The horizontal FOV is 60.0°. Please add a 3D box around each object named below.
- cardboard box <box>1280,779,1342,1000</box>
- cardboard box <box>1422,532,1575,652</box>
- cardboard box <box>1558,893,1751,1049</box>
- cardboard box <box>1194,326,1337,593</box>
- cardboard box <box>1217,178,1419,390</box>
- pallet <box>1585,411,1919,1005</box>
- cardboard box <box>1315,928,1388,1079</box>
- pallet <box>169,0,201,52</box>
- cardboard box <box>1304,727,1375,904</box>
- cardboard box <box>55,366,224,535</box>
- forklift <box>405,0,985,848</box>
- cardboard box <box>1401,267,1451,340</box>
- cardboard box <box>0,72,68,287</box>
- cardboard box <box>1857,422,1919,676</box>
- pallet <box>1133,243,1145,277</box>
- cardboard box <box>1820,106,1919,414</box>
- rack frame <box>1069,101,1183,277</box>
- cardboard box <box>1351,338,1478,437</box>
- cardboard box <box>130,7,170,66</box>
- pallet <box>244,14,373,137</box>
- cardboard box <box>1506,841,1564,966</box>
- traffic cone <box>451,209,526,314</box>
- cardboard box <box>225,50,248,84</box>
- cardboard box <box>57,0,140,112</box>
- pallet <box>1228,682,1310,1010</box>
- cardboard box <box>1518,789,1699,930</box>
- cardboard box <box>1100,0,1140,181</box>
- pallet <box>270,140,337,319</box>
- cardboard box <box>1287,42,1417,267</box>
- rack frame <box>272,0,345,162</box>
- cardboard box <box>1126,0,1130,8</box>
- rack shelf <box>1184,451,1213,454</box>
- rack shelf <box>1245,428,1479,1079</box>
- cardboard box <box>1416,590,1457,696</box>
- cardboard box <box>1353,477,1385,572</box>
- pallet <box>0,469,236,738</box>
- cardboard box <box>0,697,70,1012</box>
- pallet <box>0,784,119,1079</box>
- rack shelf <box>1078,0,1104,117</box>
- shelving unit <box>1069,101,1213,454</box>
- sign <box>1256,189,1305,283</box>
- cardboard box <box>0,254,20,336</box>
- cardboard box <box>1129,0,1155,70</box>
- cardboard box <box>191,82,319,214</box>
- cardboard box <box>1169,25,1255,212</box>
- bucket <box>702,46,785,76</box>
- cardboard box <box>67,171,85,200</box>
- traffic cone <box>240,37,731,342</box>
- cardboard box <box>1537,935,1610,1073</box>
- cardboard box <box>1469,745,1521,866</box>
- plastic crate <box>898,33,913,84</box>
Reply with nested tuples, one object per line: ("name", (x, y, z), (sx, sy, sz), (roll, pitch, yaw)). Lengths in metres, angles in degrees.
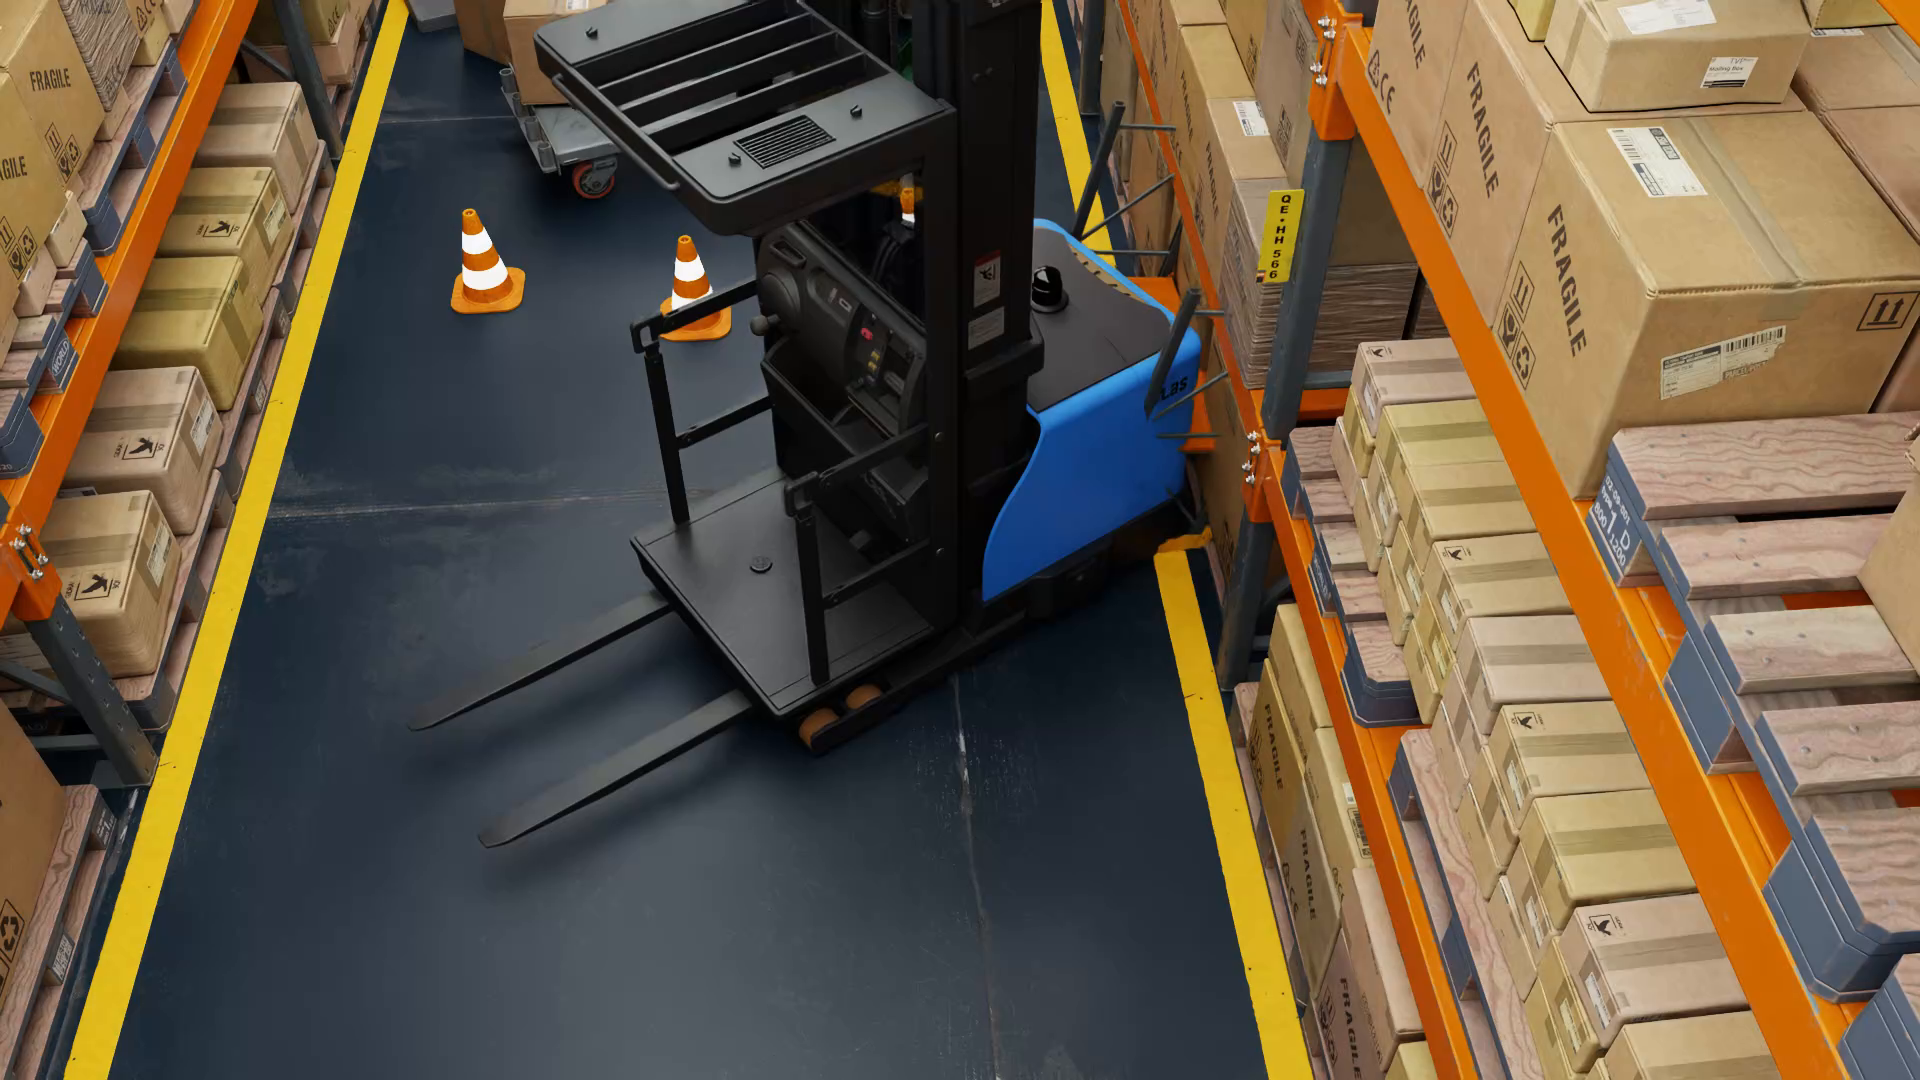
("cardboard box", (1.338, 1.083, 5.227), (0.500, 0.500, 0.500), (-3, 47, -3))
("cardboard box", (1.396, 0.125, 4.177), (0.380, 0.149, 0.250), (-5, 47, -5))
("cardboard box", (1.486, 0.887, 3.454), (0.380, 0.149, 0.250), (-5, 47, -5))
("cardboard box", (1.526, -0.339, 6.402), (1.050, 0.750, 0.750), (-4, 47, -4))
("cardboard box", (1.182, -0.867, 5.572), (0.500, 0.500, 0.500), (-3, 47, -3))
("pallet", (1.787, 0.201, 2.693), (1.213, 0.211, 1.003), (-3, 47, -3))
("cardboard box", (1.385, 1.454, 4.875), (0.500, 0.500, 0.500), (-5, 47, -4))
("pallet", (-3.853, -2.415, 7.240), (1.003, 0.211, 1.213), (-3, 47, -3))
("cardboard box", (1.346, 0.815, 4.964), (0.500, 0.250, 0.500), (-4, 47, -4))
("cardboard box", (-3.544, -0.332, 6.656), (0.950, 0.372, 0.625), (-4, 47, -4))
("forklift", (-0.829, -1.125, 5.934), (3.379, 2.935, 2.434), (-28, 53, -24))
("cardboard box", (1.719, -0.898, 5.602), (0.500, 0.500, 0.500), (-3, 47, -3))
("cardboard box", (-3.295, -1.146, 5.343), (0.500, 0.500, 0.500), (-1, 47, -1))
("cardboard box", (1.824, 0.035, 2.362), (0.797, 0.503, 0.637), (-4, 47, -4))
("pallet", (1.397, -1.019, 7.706), (1.003, 0.211, 1.213), (-3, 47, -3))
("cardboard box", (1.881, -0.468, 3.129), (0.500, 0.500, 0.500), (-3, 47, -3))
("rack frame", (0.671, -1.192, 6.917), (0.500, 1.500, 0.032), (-2, 52, -16))
("cardboard box", (1.333, -0.436, 4.707), (0.380, 0.149, 0.250), (-3, 47, -3))
("cardboard box", (-3.383, -2.006, 6.604), (0.380, 0.149, 0.250), (-4, 47, -3))
("pallet", (-3.863, -2.568, 9.173), (1.003, 0.211, 1.213), (-3, 47, -3))
("cardboard box", (1.463, 0.806, 3.736), (0.380, 0.149, 0.250), (-2, 47, -2))
("traffic cone", (-2.273, -1.358, 7.854), (0.336, 0.463, 0.334), (-3, 47, -3))
("cardboard box", (-4.089, -2.653, 8.938), (0.500, 0.250, 0.500), (-2, 47, -1))
("cardboard box", (-3.380, -1.892, 6.049), (0.500, 0.500, 0.500), (-5, 47, -5))
("pallet", (1.551, 1.002, 5.792), (1.003, 0.211, 1.213), (-3, 47, -3))
("cardboard box", (1.462, 0.693, 3.639), (0.380, 0.149, 0.250), (-4, 47, -4))
("cardboard box", (1.294, -2.344, 8.301), (1.050, 0.750, 0.750), (-4, 47, -3))
("pallet", (-3.705, -1.521, 8.181), (1.003, 0.211, 1.213), (-3, 47, -3))
("cardboard box", (1.459, -1.226, 5.224), (0.700, 0.500, 0.500), (-4, 47, -4))
("rack frame", (-3.772, -3.043, 7.702), (1.000, 3.000, 0.127), (-3, 47, -3))
("cardboard box", (0.971, -2.689, 7.298), (0.500, 0.500, 0.500), (-3, 47, -3))
("rack shelf", (0.742, -0.704, 6.727), (0.416, 0.036, 0.922), (-2, 52, -16))
("rack shelf", (1.655, 1.172, 4.206), (1.077, 0.370, 4.000), (-3, 47, -3))
("cardboard box", (1.399, 0.251, 4.262), (0.380, 0.149, 0.250), (-3, 47, -3))
("cardboard box", (1.346, -0.050, 4.752), (0.380, 0.149, 0.250), (-1, 47, -1))
("pallet", (-3.501, 0.245, 6.509), (1.003, 0.211, 1.213), (-3, 47, -3))
("cardboard box", (-3.462, 0.942, 5.102), (0.875, 0.875, 0.875), (-4, 47, -4))
("pallet", (-3.446, 1.385, 5.429), (1.003, 0.211, 1.213), (-3, 47, -3))
("rack shelf", (8.748, -2.408, 7.101), (15.905, 3.000, 4.168), (-3, 47, -3))
("shelving unit", (0.765, -0.818, 6.636), (0.500, 1.500, 0.985), (-2, 52, -16))
("sign", (0.934, -0.885, 4.861), (0.100, 0.325, 0.005), (-3, 47, -3))
("cardboard box", (-3.244, -0.769, 4.986), (0.500, 0.500, 0.500), (-5, 47, -4))
("cardboard box", (1.010, -2.327, 6.956), (0.500, 0.500, 0.500), (-4, 47, -4))
("cardboard box", (-3.726, -1.904, 8.145), (0.950, 0.372, 0.625), (-3, 47, -3))
("cardboard box", (1.100, -1.589, 6.257), (0.500, 0.500, 0.500), (-4, 47, -4))
("bucket", (-1.157, -2.772, 8.653), (0.726, 0.611, 0.620), (11, 58, 10))
("cardboard box", (-3.347, -1.230, 5.870), (0.380, 0.149, 0.250), (-1, 47, -1))
("traffic cone", (-2.661, -2.436, 7.260), (3.046, 2.808, 1.723), (-3, 47, -3))
("cardboard box", (1.478, 0.982, 3.570), (0.380, 0.149, 0.250), (-3, 47, -3))
("cardboard box", (1.437, 0.611, 3.921), (0.380, 0.149, 0.250), (-4, 47, -4))
("plastic crate", (-0.168, -2.516, 9.100), (0.450, 0.188, 0.662), (25, 51, 9))
